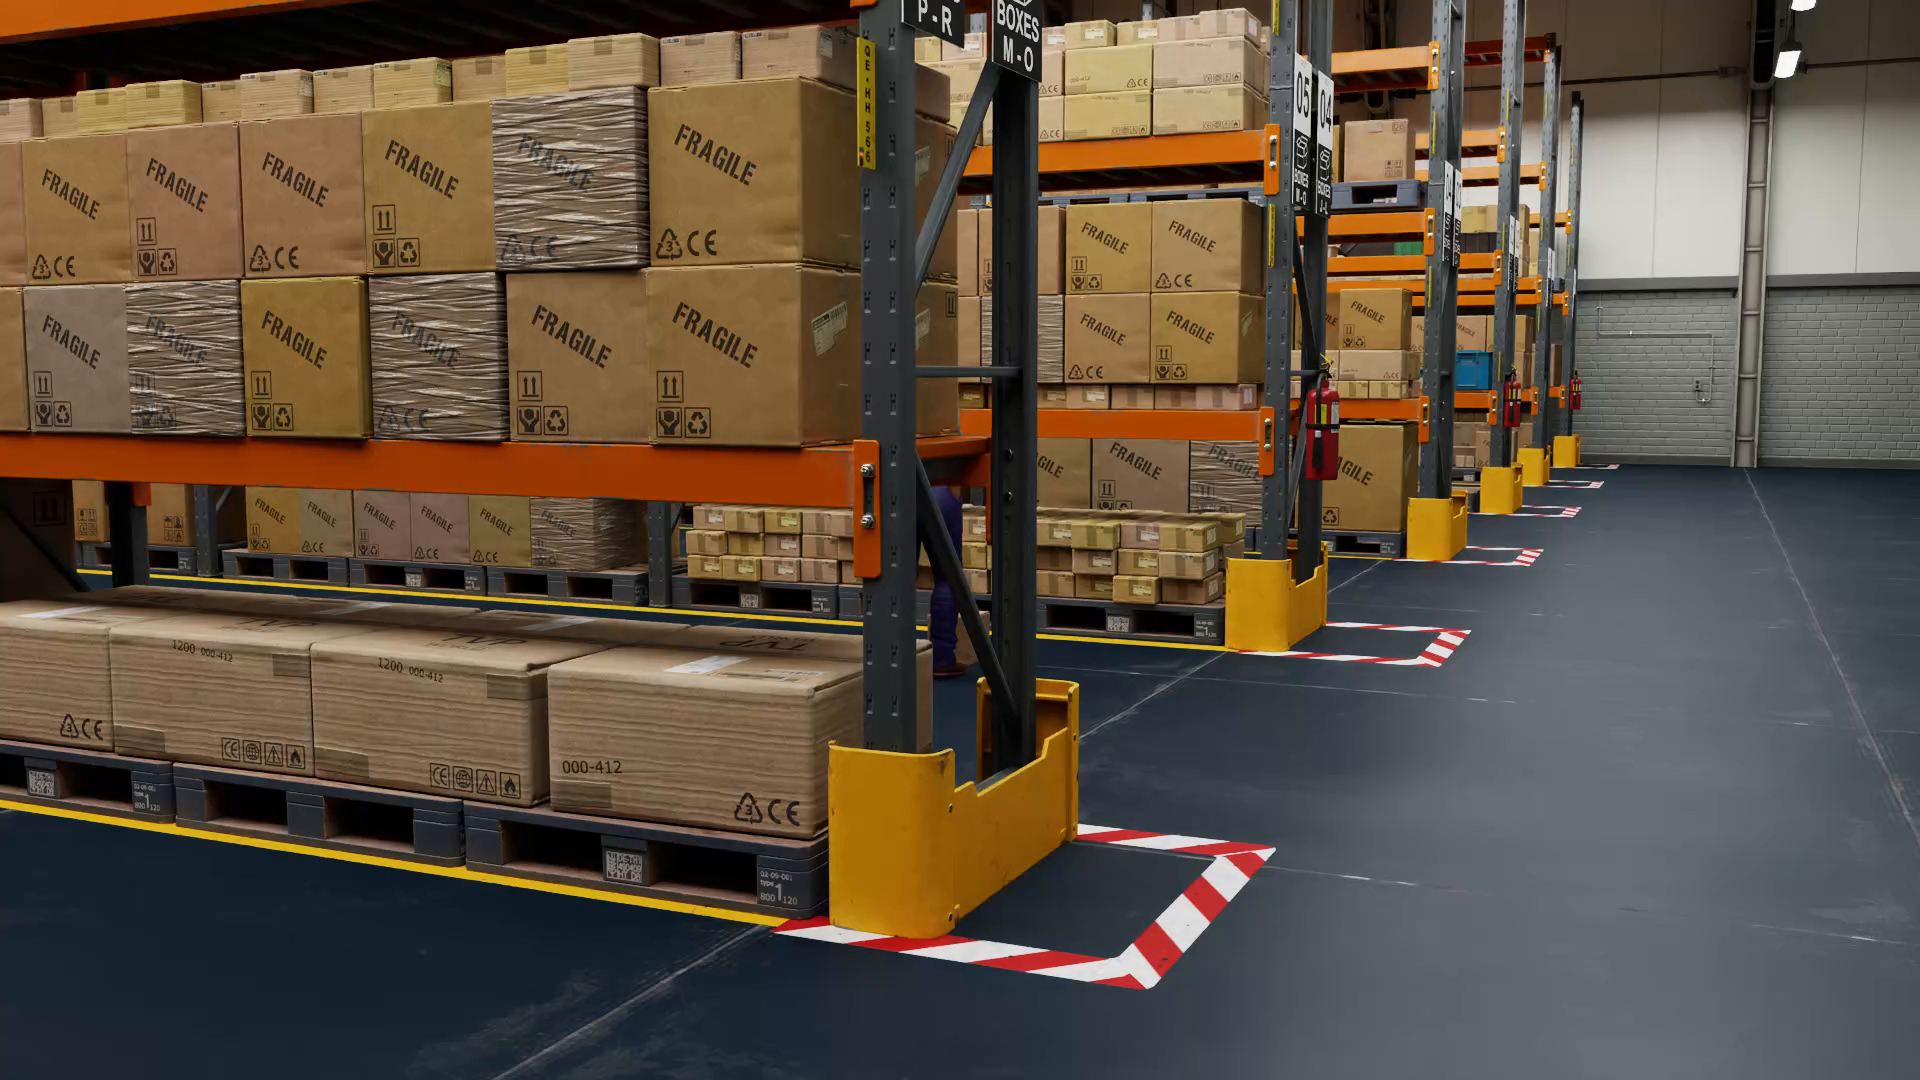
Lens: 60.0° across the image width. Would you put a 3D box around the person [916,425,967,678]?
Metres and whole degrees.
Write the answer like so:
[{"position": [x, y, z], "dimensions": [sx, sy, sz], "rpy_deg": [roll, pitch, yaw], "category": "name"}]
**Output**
[{"position": [-0.204, -0.134, 8.290], "dimensions": [0.472, 1.649, 0.340], "rpy_deg": [3, 6, 25], "category": "person"}]
